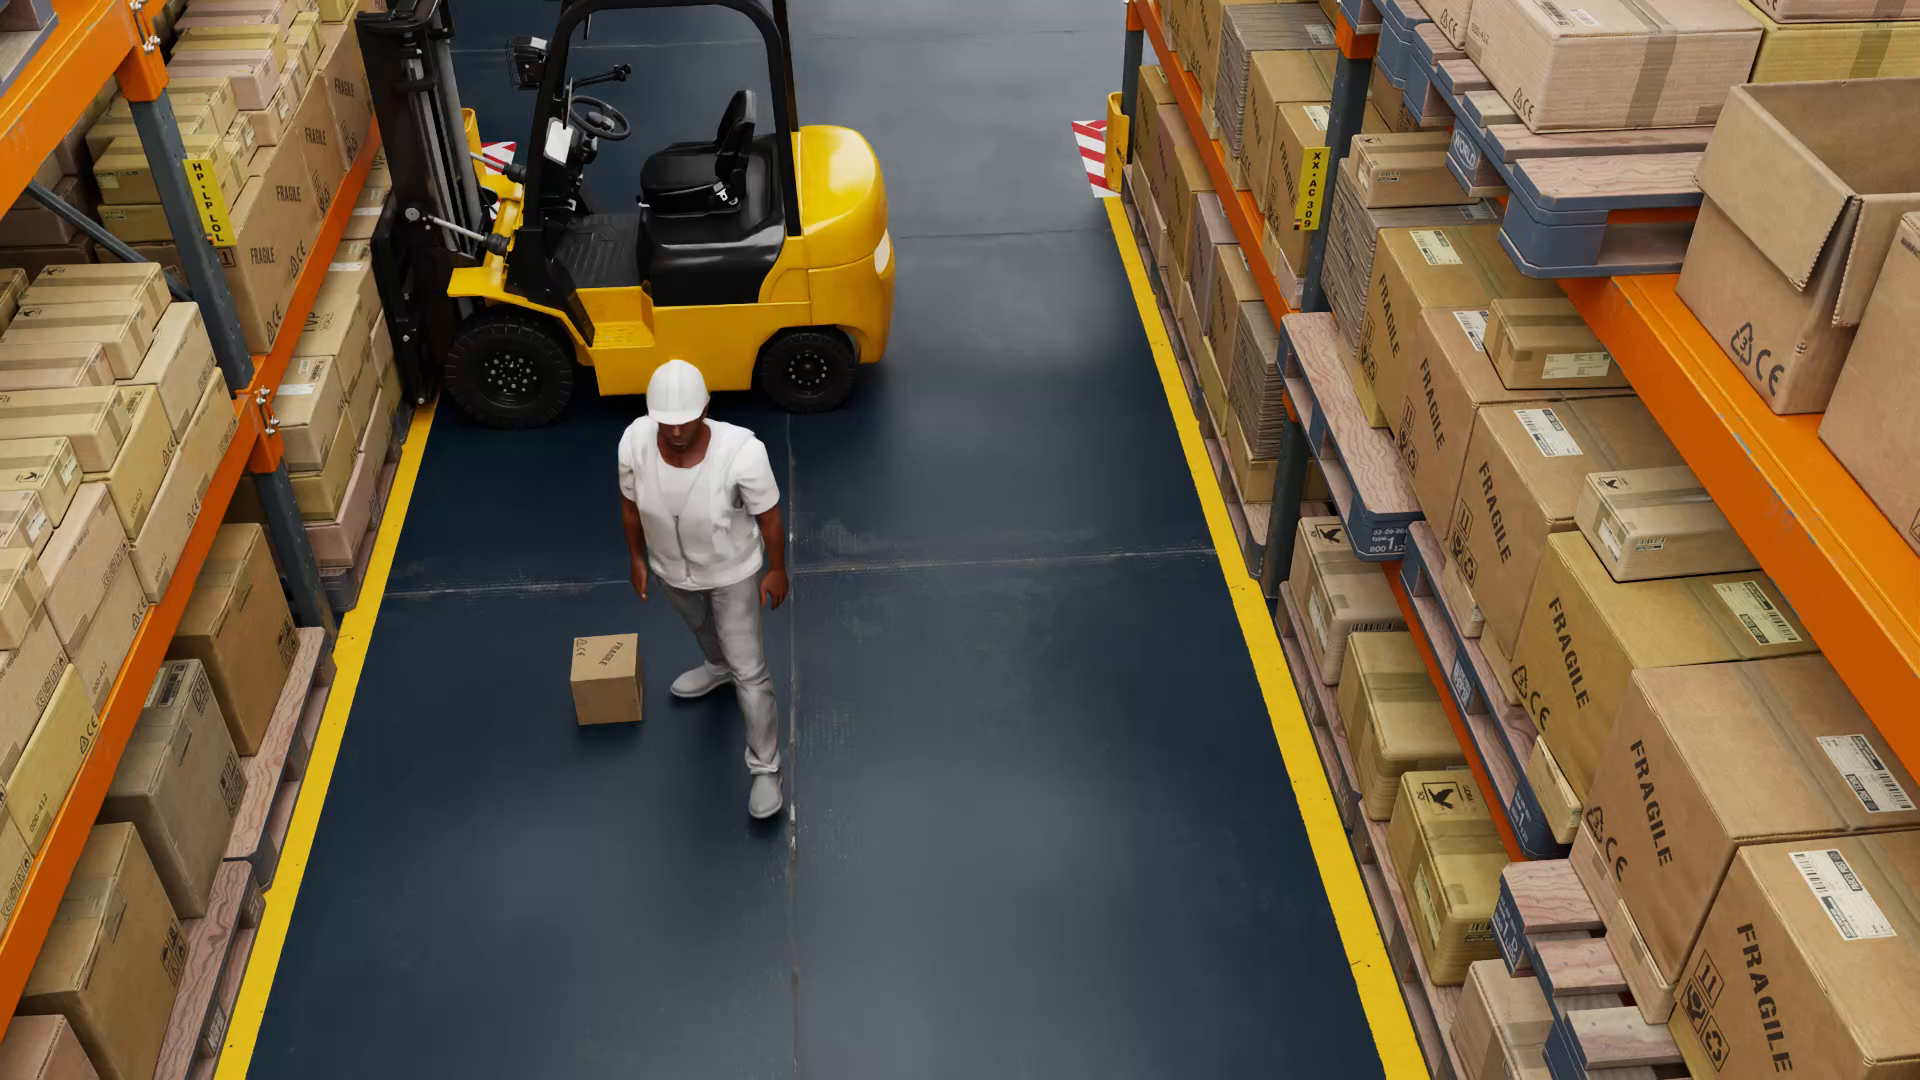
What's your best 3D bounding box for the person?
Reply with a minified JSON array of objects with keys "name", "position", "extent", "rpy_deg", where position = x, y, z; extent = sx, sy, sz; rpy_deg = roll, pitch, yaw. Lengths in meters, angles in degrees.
[{"name":"person","position":[-0.895,0.124,5.963],"extent":[0.687,1.729,0.827],"rpy_deg":[11,40,13]}]
